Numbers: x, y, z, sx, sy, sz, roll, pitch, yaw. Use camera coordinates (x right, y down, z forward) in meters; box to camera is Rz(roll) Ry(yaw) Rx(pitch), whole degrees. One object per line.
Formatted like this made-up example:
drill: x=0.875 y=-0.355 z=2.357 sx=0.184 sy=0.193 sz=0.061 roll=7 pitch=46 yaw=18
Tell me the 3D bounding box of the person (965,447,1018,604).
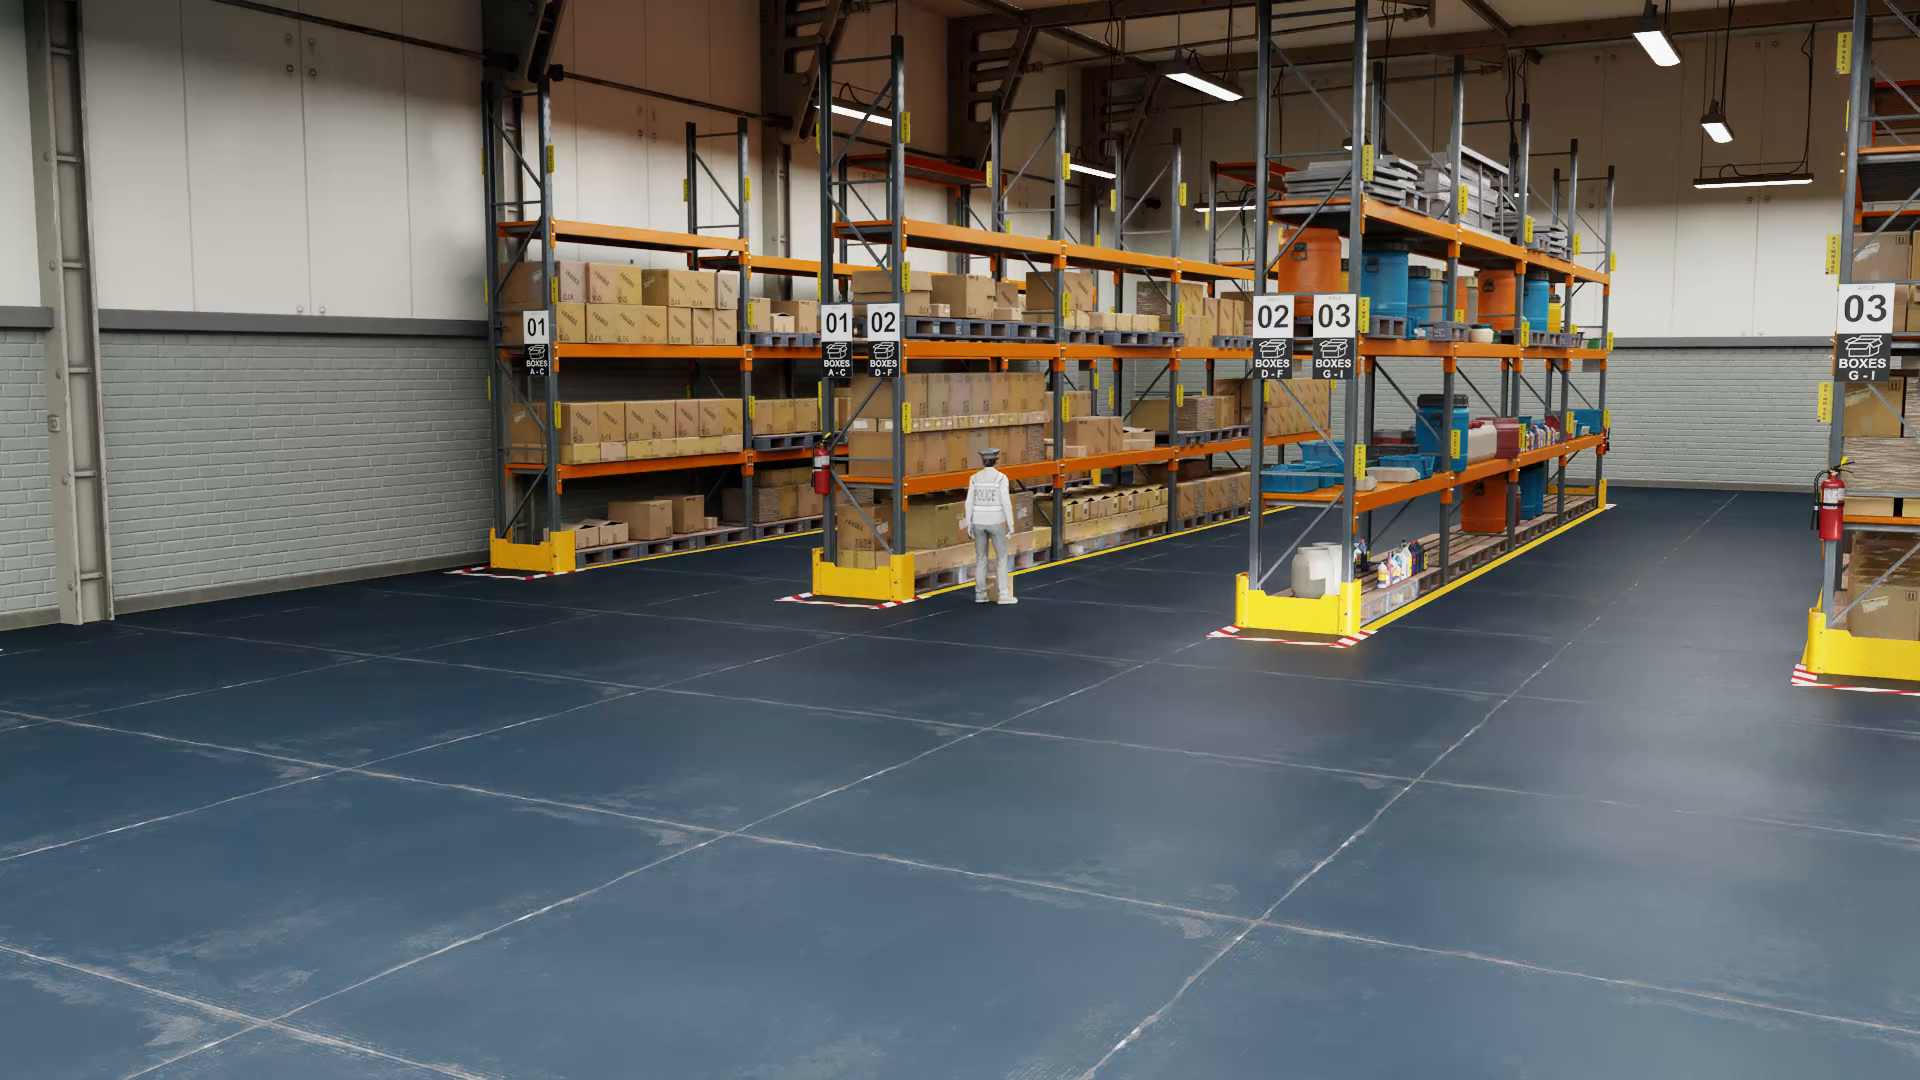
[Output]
person: x=0.322 y=-0.153 z=17.781 sx=0.549 sy=1.665 sz=0.373 roll=3 pitch=7 yaw=23
